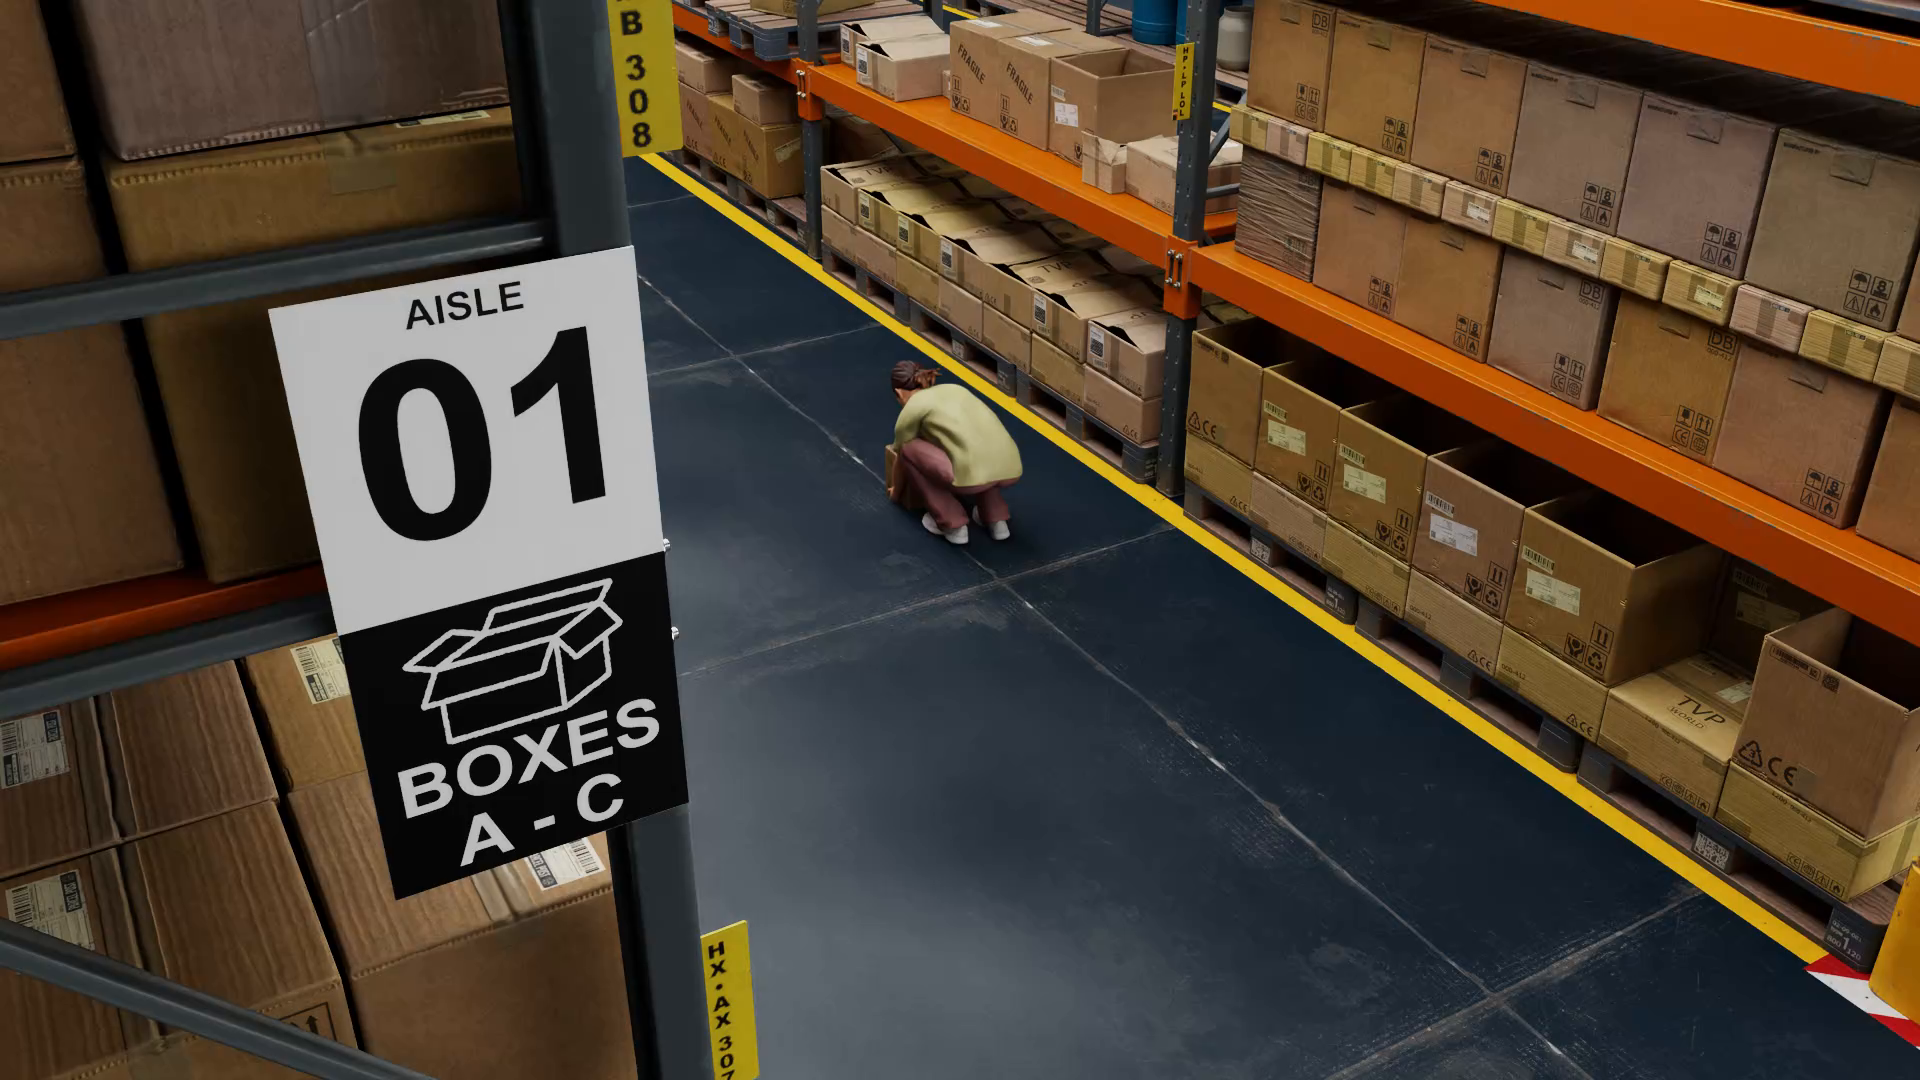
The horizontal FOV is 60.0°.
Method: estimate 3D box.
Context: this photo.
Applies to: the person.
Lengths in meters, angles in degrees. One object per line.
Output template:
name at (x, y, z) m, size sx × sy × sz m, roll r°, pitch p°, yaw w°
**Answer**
person at (-0.043, -0.389, 7.859) m, size 0.465 × 0.815 × 0.835 m, roll -16°, pitch 33°, yaw -27°
